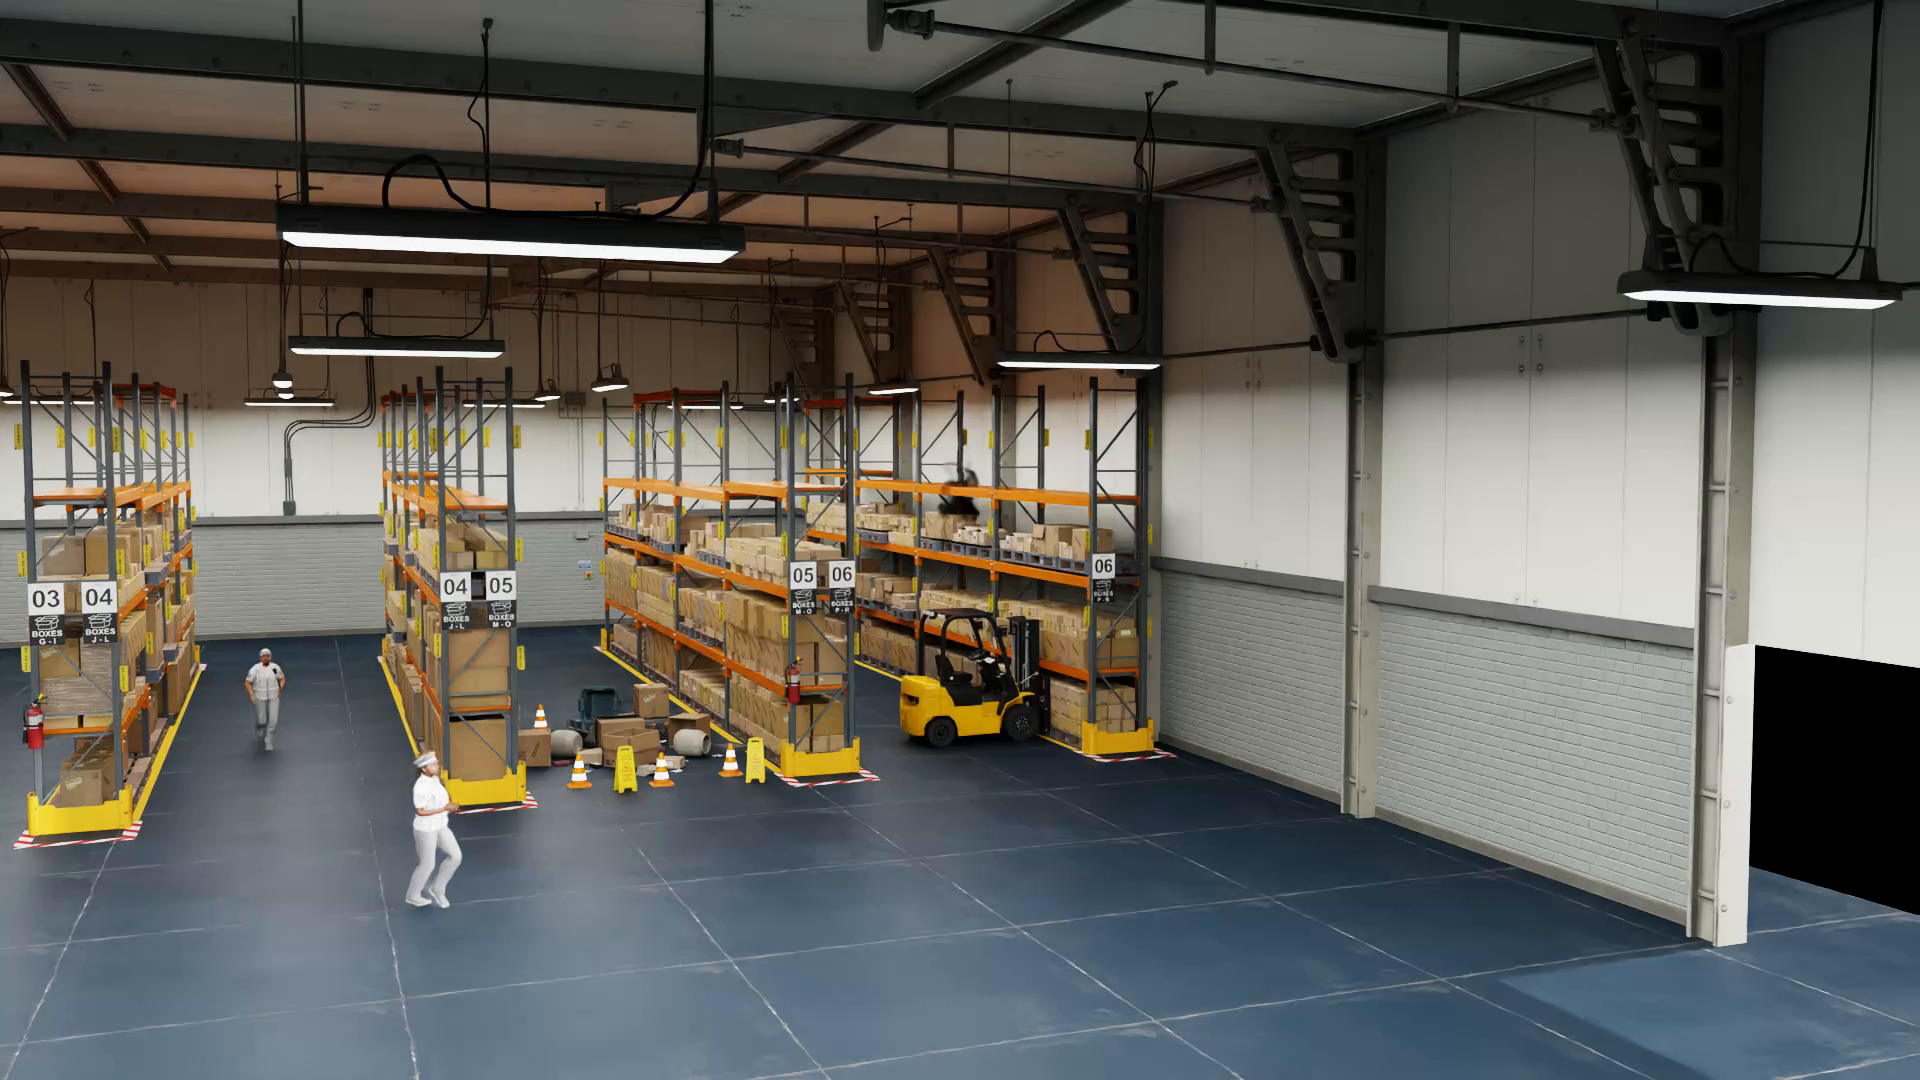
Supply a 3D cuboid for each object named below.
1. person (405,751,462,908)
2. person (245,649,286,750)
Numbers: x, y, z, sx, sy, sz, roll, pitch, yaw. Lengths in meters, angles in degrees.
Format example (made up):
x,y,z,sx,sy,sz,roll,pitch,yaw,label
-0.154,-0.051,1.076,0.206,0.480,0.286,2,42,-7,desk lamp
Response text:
x,y,z,sx,sy,sz,roll,pitch,yaw,label
-5.598,3.097,17.722,0.664,1.722,0.554,1,4,13,person
-11.290,2.581,27.066,0.614,1.623,0.575,-2,4,-31,person
